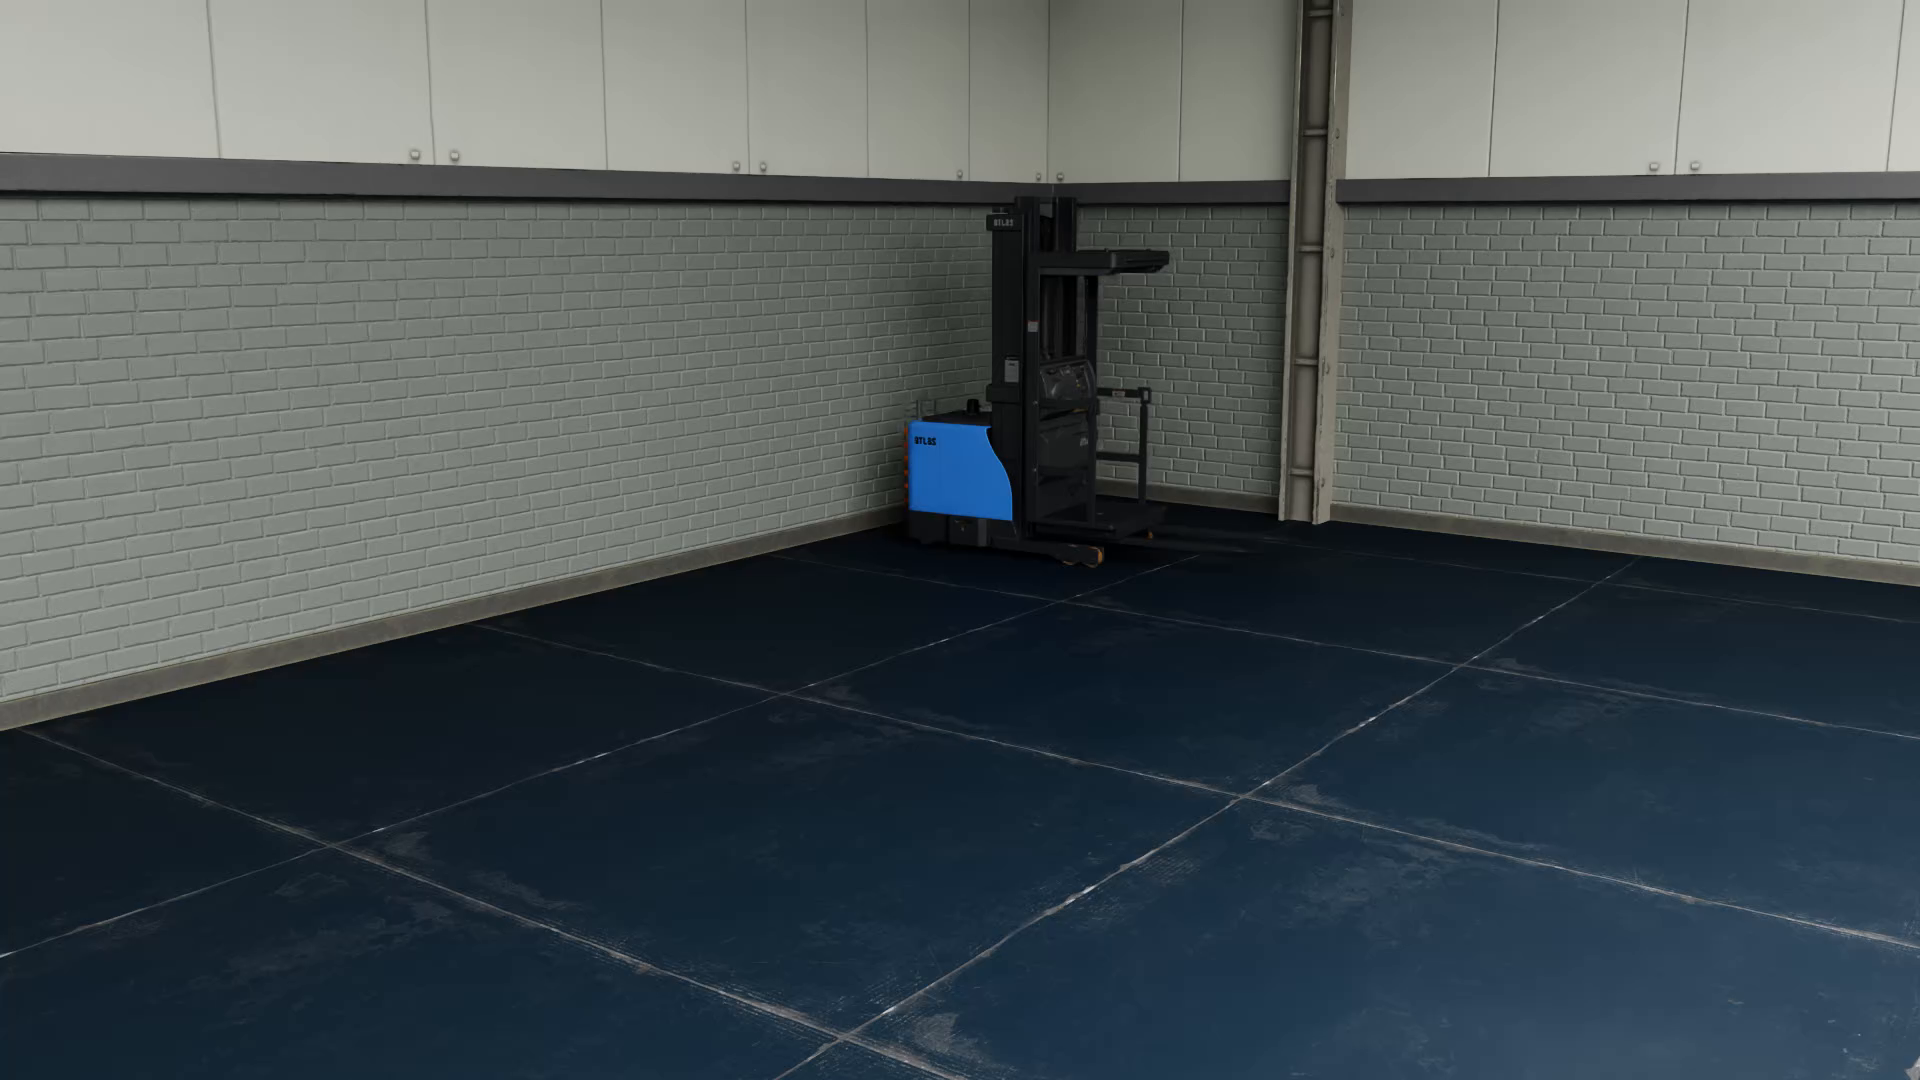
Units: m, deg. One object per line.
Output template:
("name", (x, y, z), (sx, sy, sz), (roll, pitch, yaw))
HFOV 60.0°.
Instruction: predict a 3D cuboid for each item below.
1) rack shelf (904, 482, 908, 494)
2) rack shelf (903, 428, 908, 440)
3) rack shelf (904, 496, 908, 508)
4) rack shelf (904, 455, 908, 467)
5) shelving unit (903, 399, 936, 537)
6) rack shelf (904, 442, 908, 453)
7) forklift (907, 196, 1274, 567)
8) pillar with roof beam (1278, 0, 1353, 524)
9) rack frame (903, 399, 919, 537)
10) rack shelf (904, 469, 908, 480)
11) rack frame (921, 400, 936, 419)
("rack shelf", (-0.350, -0.466, 14.644), (0.180, 0.103, 0.258), (6, 13, 30))
("rack shelf", (-0.350, -0.937, 14.553), (0.180, 0.103, 0.258), (6, 13, 30))
("rack shelf", (-0.350, -0.348, 14.667), (0.180, 0.103, 0.258), (6, 13, 30))
("rack shelf", (-0.350, -0.701, 14.598), (0.180, 0.103, 0.258), (6, 13, 30))
("shelving unit", (-0.350, -0.627, 14.613), (0.189, 1.200, 0.258), (6, 13, 30))
("rack shelf", (-0.350, -0.819, 14.576), (0.180, 0.103, 0.258), (6, 13, 30))
("forklift", (1.075, -1.332, 13.700), (3.031, 2.935, 1.130), (6, 13, 30))
("pillar with roof beam", (0.663, -3.948, 11.243), (0.400, 9.000, 9.100), (8, 13, 36))
("rack frame", (-0.429, -0.636, 14.658), (0.006, 1.200, 0.240), (6, 13, 30))
("rack shelf", (-0.350, -0.584, 14.621), (0.180, 0.103, 0.258), (6, 13, 30))
("rack frame", (-0.271, -0.618, 14.567), (0.006, 1.200, 0.240), (6, 13, 30))
